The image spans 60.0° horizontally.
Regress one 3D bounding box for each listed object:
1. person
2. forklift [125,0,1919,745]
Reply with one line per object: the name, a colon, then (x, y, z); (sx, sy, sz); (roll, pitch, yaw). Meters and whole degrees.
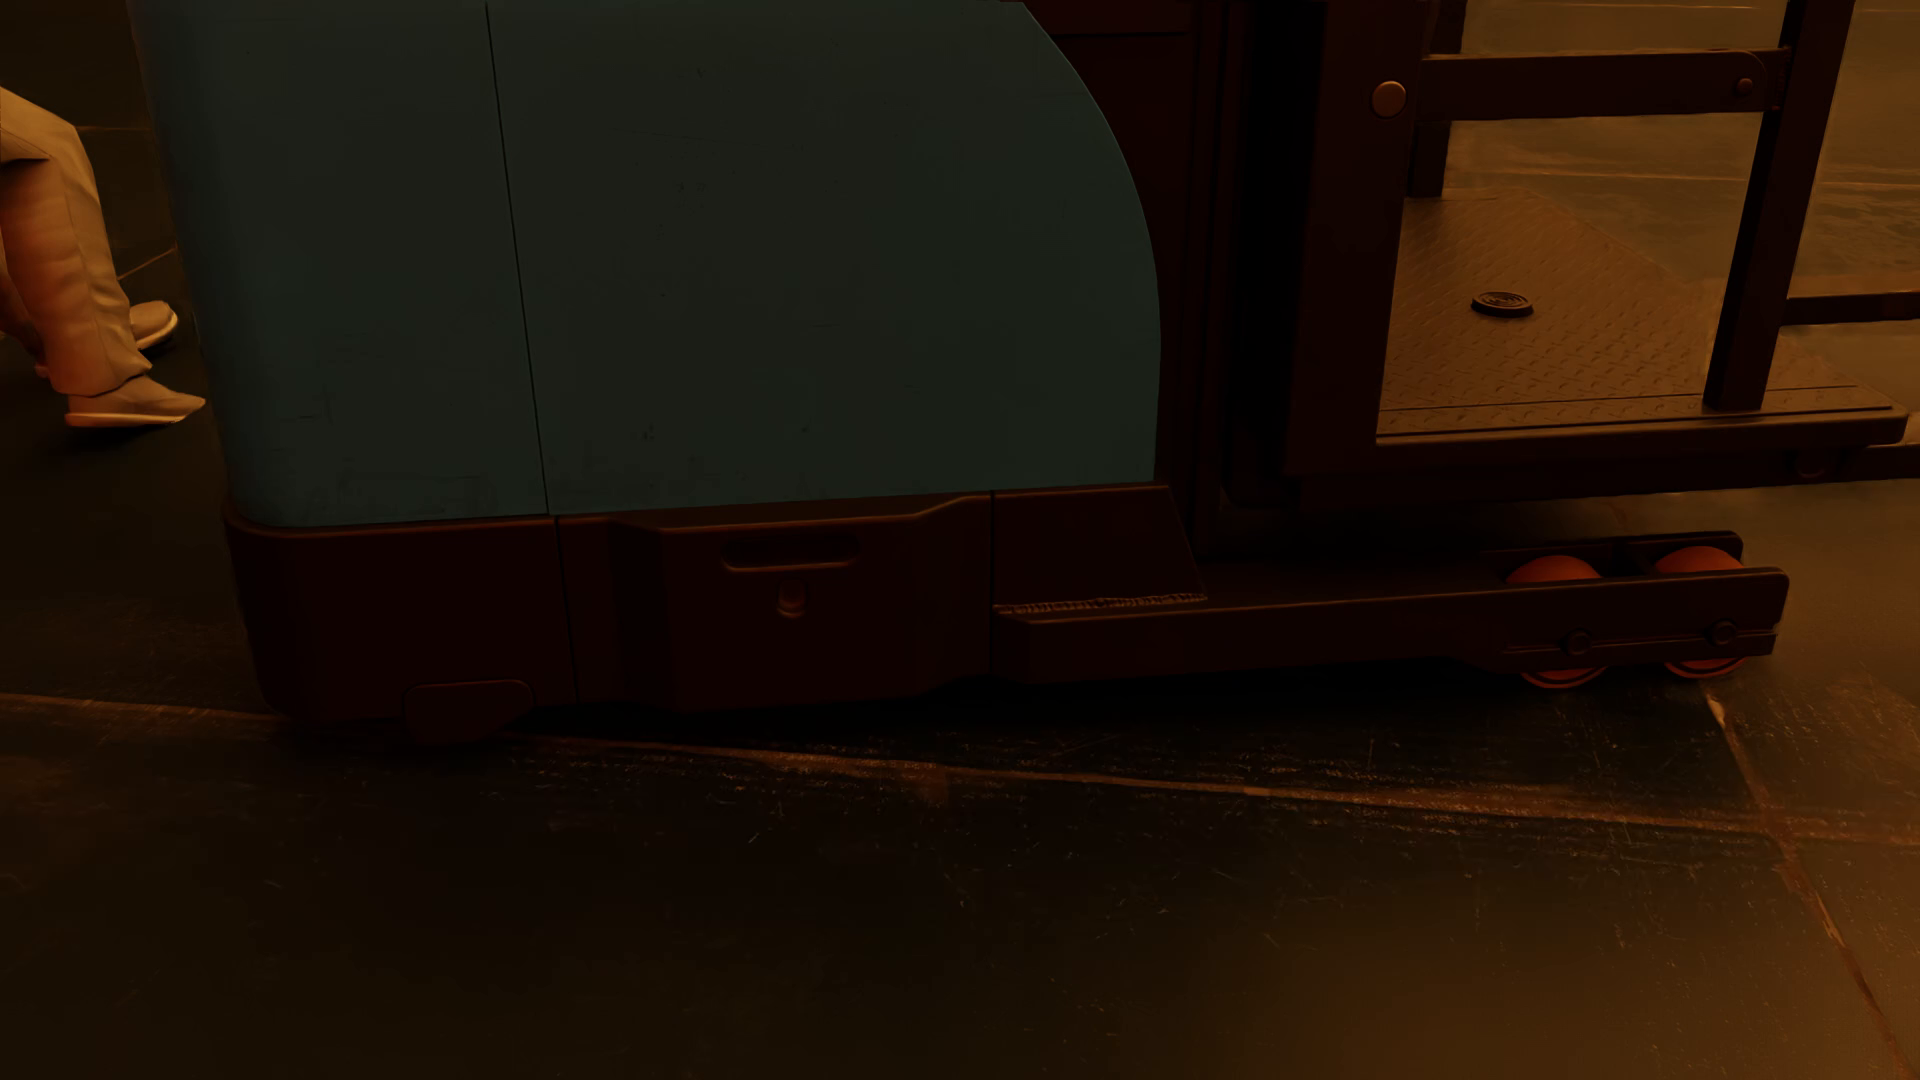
person: (-1.849, -0.794, 2.637); (0.972, 1.407, 0.913); (4, 27, 8)
forklift: (0.607, -1.353, 1.930); (3.031, 2.935, 1.130); (-3, 27, -7)
